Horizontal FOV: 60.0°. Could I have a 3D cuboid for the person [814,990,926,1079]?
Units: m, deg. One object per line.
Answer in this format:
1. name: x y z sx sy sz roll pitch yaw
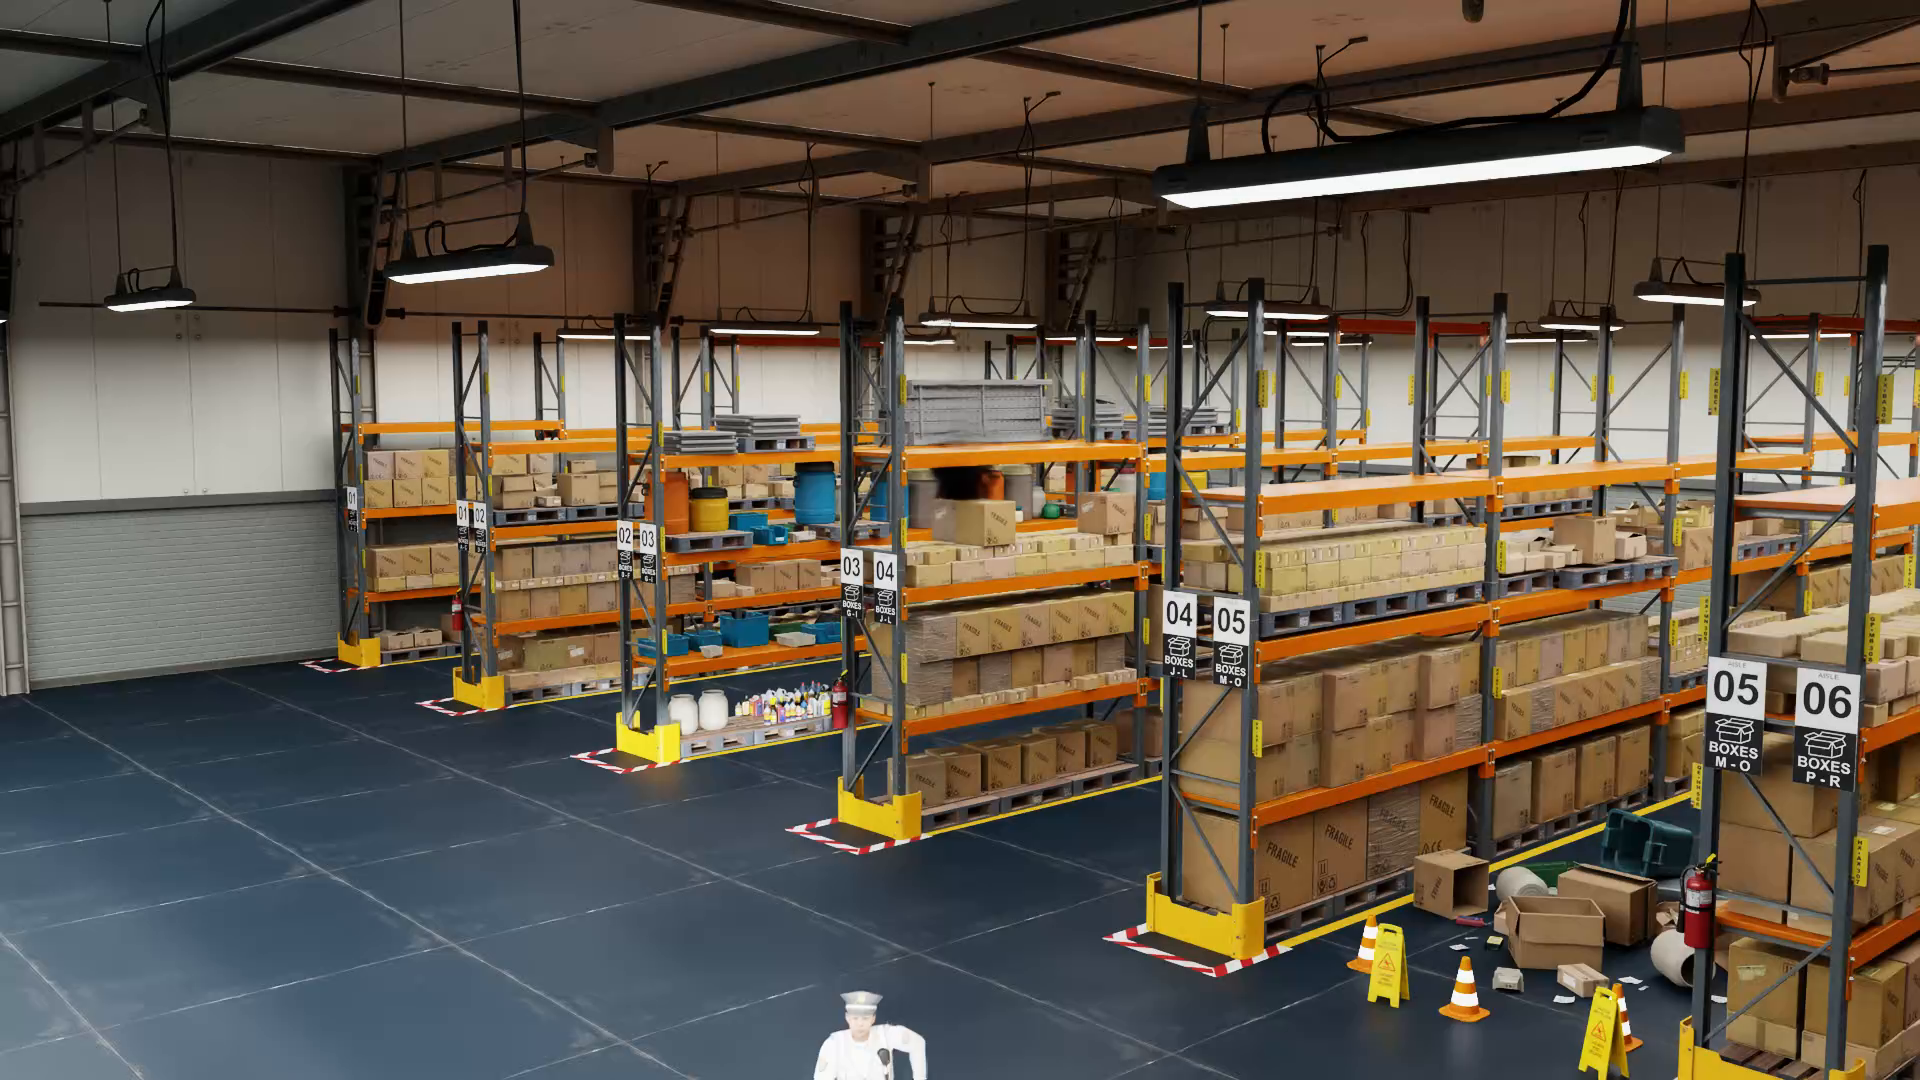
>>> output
1. person: -0.525 3.376 9.646 0.641 1.680 0.789 0 6 2
